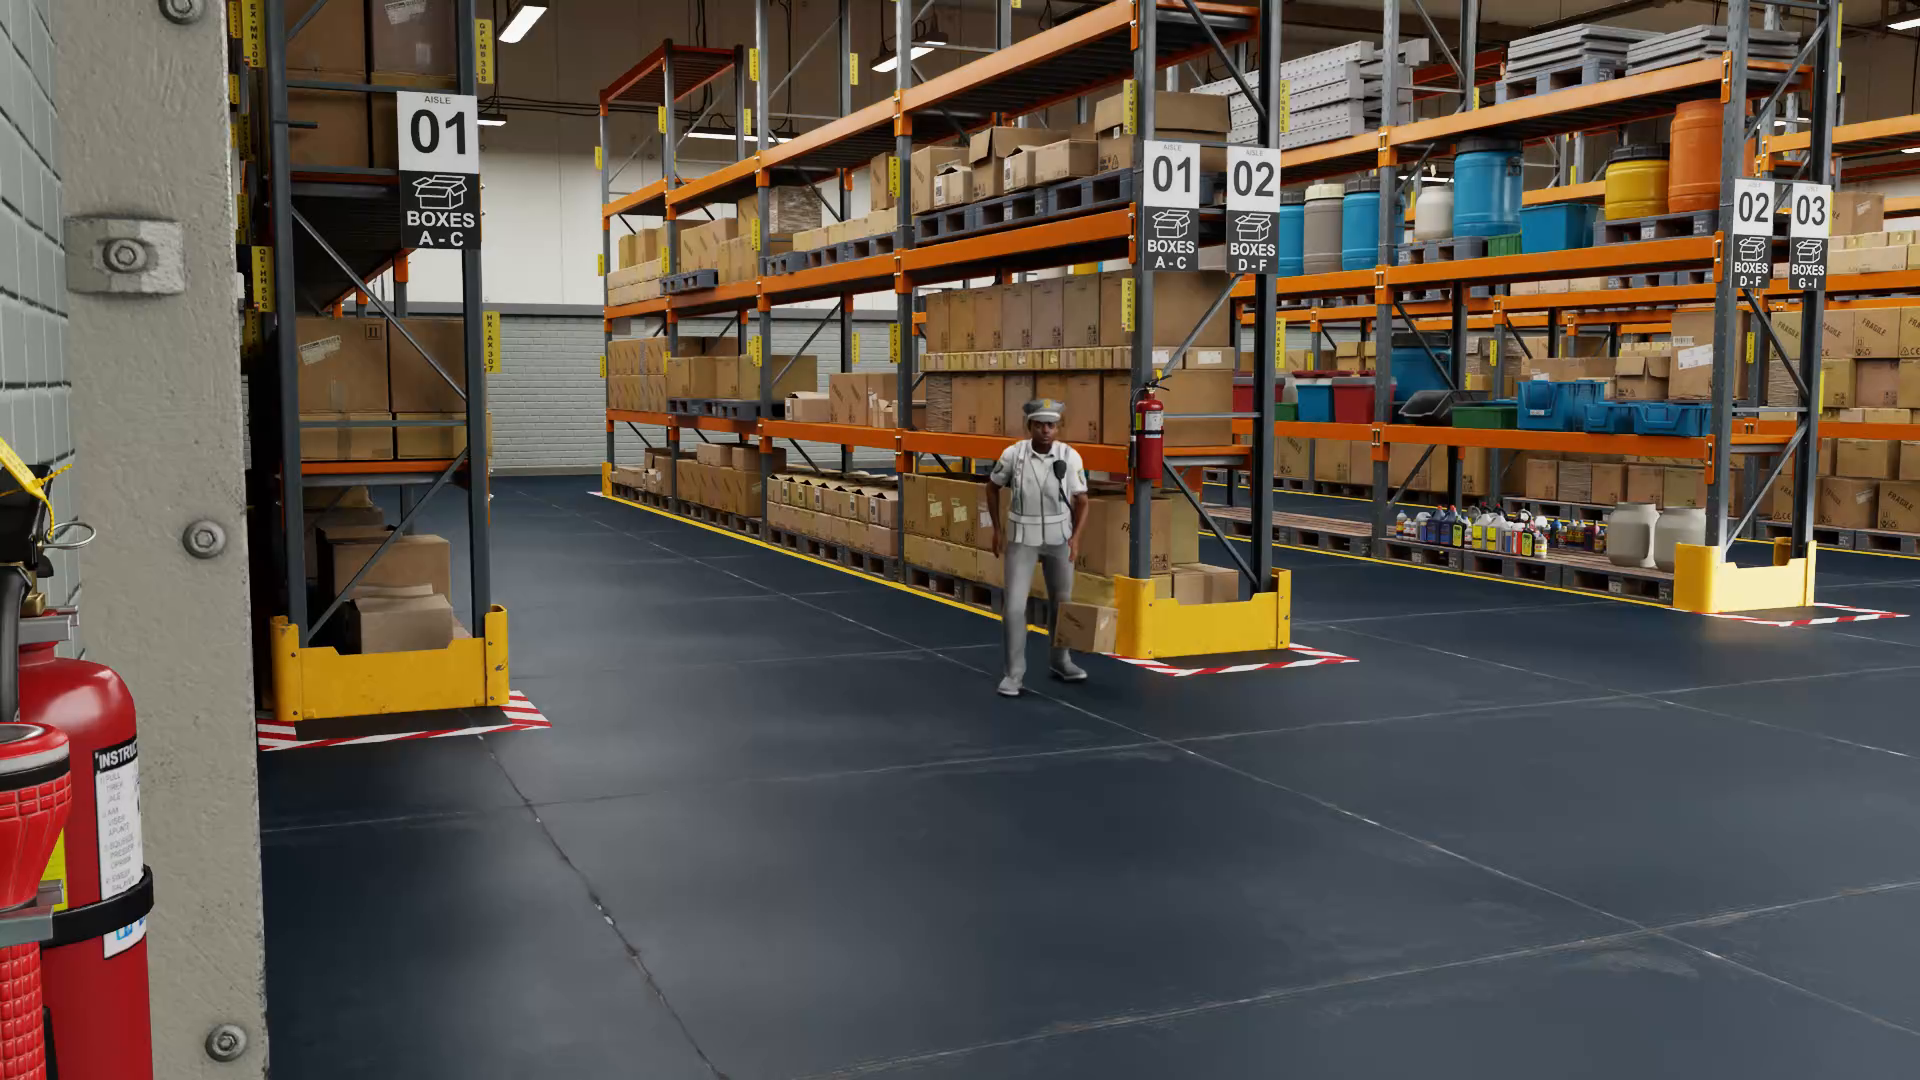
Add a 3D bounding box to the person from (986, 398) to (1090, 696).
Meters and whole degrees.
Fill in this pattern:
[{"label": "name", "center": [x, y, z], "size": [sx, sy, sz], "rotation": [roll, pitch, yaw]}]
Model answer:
[{"label": "person", "center": [0.447, 0.019, 9.341], "size": [0.597, 1.634, 0.684], "rotation": [-1, 6, -6]}]
